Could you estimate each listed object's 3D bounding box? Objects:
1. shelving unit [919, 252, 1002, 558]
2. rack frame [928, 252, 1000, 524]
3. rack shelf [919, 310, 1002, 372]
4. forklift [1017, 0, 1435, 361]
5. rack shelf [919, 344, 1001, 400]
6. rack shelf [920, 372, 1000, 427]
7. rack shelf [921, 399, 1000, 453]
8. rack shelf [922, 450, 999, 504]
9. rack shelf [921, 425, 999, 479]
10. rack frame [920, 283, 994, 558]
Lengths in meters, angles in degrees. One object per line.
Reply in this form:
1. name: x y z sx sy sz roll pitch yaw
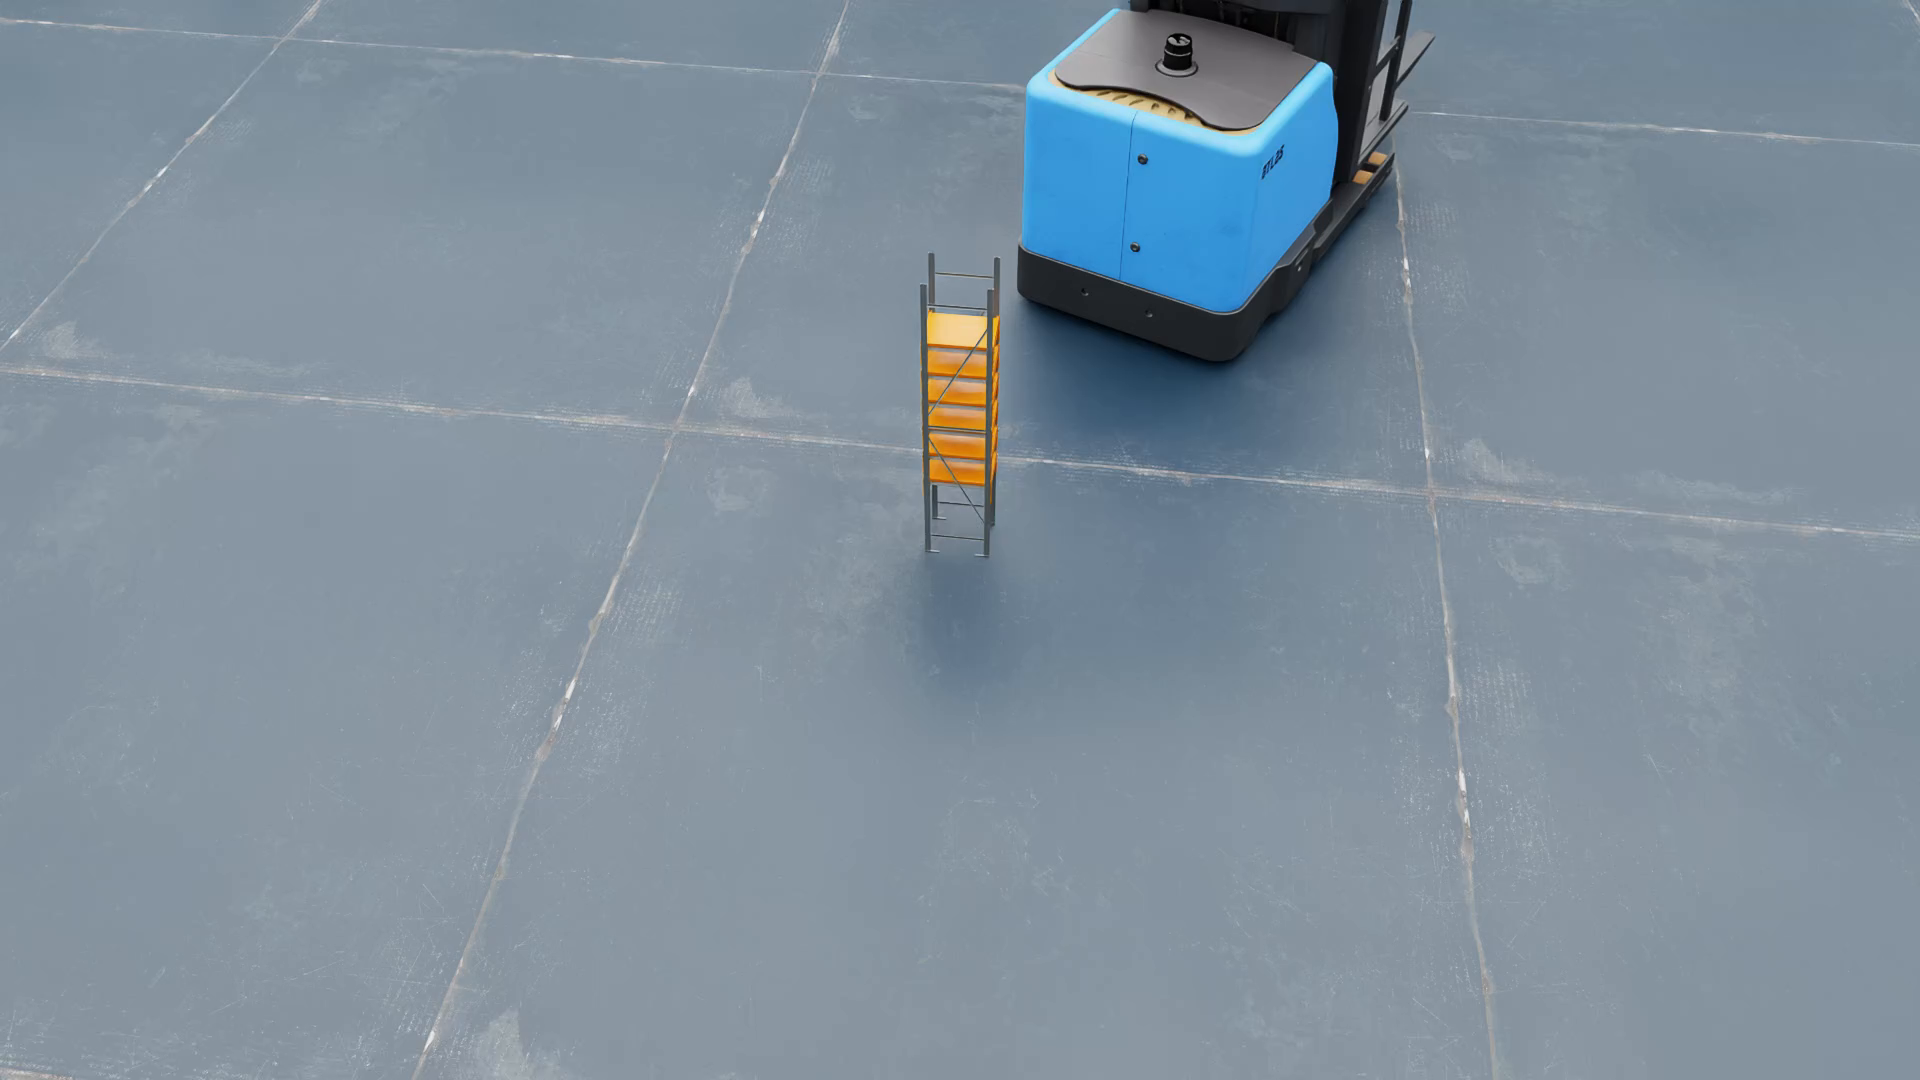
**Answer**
1. shelving unit: 0.002 -0.446 5.848 0.258 1.200 0.189 5 44 6
2. rack frame: 0.014 -0.508 5.914 0.240 1.200 0.006 5 44 6
3. rack shelf: 0.002 -0.675 5.631 0.258 0.103 0.180 5 44 6
4. forklift: 1.438 -2.807 7.082 1.130 2.935 3.031 22 48 22
5. rack shelf: 0.002 -0.588 5.713 0.258 0.103 0.180 5 44 6
6. rack shelf: 0.002 -0.500 5.796 0.258 0.103 0.180 5 44 6
7. rack shelf: 0.002 -0.413 5.878 0.258 0.103 0.180 5 44 6
8. rack shelf: 0.002 -0.239 6.043 0.258 0.103 0.180 5 44 6
9. rack shelf: 0.002 -0.326 5.961 0.258 0.103 0.180 5 44 6
10. rack frame: -0.010 -0.383 5.782 0.240 1.200 0.006 5 44 6
